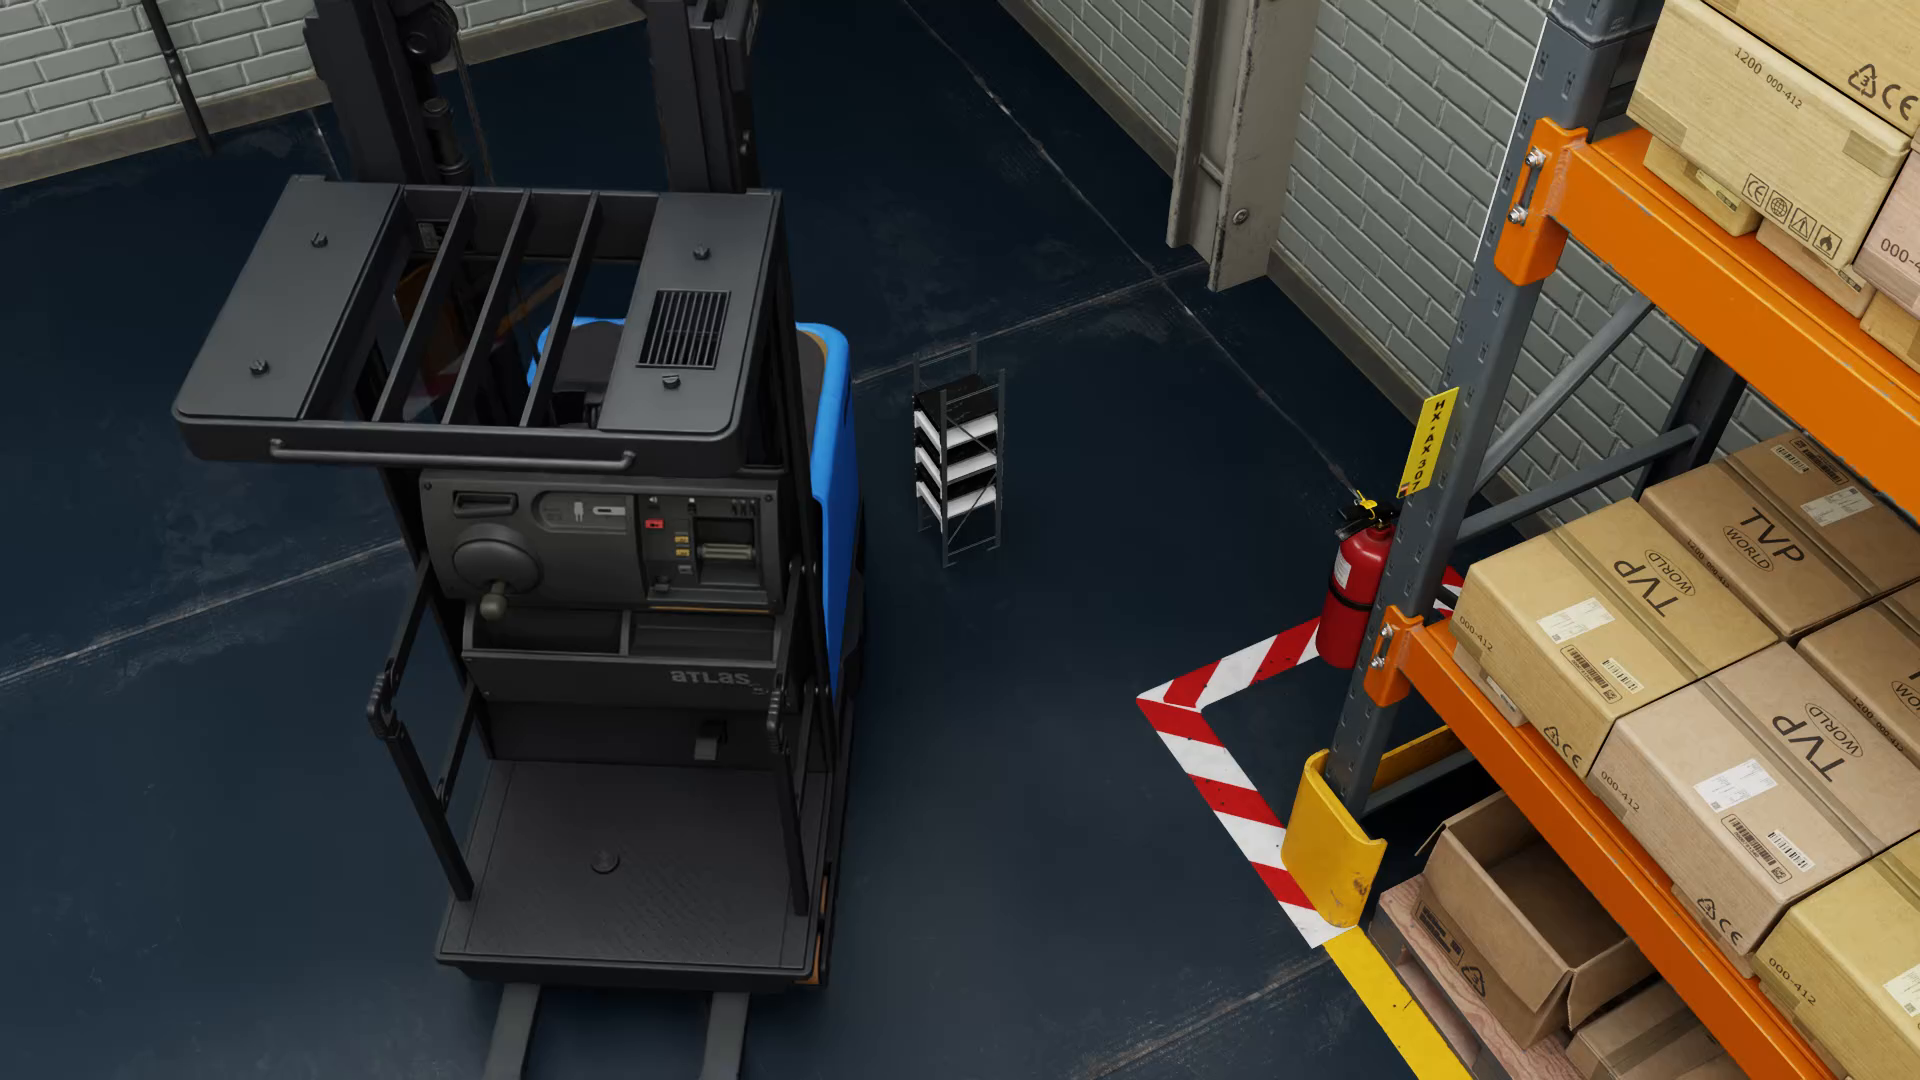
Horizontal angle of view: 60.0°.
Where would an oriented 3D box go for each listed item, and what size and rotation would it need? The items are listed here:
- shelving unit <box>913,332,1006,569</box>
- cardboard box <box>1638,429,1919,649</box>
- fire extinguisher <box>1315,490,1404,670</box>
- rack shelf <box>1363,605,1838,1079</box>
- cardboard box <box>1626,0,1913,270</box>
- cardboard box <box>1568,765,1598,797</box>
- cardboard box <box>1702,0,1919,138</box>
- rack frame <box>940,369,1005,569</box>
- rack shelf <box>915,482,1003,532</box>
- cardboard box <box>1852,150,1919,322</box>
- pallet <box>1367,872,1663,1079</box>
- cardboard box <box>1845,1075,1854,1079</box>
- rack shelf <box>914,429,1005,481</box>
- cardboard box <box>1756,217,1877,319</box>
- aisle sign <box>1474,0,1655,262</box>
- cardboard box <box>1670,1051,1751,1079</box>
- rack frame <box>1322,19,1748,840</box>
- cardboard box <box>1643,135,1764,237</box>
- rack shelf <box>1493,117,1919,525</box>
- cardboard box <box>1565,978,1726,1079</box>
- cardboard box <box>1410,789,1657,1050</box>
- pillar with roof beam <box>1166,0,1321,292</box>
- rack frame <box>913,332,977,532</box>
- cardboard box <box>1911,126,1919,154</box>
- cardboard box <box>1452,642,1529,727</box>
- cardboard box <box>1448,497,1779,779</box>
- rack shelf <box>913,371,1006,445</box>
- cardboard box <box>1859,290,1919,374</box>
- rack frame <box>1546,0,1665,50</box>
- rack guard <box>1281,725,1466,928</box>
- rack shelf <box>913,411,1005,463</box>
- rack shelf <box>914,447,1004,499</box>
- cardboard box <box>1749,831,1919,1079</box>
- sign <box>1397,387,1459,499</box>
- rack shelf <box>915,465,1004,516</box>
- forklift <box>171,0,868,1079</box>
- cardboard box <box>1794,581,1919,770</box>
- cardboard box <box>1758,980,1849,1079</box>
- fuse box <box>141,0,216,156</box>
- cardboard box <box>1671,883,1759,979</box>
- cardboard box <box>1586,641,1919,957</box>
[{"bbox_3d":[-0.004,-0.302,5.916,0.258,0.900,0.210,-21,52,-18],"label":"shelving unit"},{"bbox_3d":[2.020,0.042,4.123,0.500,0.250,0.500,-20,52,-16],"label":"cardboard box"},{"bbox_3d":[1.096,0.083,4.484,0.296,0.674,0.183,-21,52,-18],"label":"fire extinguisher"},{"bbox_3d":[2.489,1.450,3.467,1.077,0.370,4.000,-21,52,-18],"label":"rack shelf"},{"bbox_3d":[1.534,-0.771,2.841,0.500,0.250,0.500,-22,52,-18],"label":"cardboard box"},{"bbox_3d":[1.638,0.426,4.052,0.380,0.149,0.250,-20,52,-17],"label":"cardboard box"},{"bbox_3d":[1.554,-0.943,2.659,0.500,0.250,0.500,-22,52,-18],"label":"cardboard box"},{"bbox_3d":[0.043,-0.234,5.857,0.240,0.900,0.006,-21,52,-18],"label":"rack frame"},{"bbox_3d":[-0.004,-0.161,6.077,0.258,0.077,0.200,-21,52,-18],"label":"rack shelf"},{"bbox_3d":[1.785,-0.438,2.549,0.500,0.250,0.500,-20,52,-17],"label":"cardboard box"},{"bbox_3d":[1.974,1.376,4.906,1.003,0.211,1.213,-21,52,-18],"label":"pallet"},{"bbox_3d":[2.026,1.151,3.418,0.380,0.149,0.250,-23,53,-19],"label":"cardboard box"},{"bbox_3d":[-0.004,-0.339,5.873,0.258,0.077,0.200,-21,52,-18],"label":"rack shelf"},{"bbox_3d":[1.656,-0.571,2.931,0.380,0.149,0.250,-20,52,-17],"label":"cardboard box"},{"bbox_3d":[1.282,-0.926,3.340,0.394,0.787,0.004,-21,52,-18],"label":"aisle sign"},{"bbox_3d":[2.126,1.586,4.251,0.700,0.500,0.500,-19,52,-16],"label":"cardboard box"},{"bbox_3d":[1.574,-0.126,4.367,1.000,3.000,0.127,-21,52,-18],"label":"rack frame"},{"bbox_3d":[1.513,-0.737,3.076,0.380,0.149,0.250,-20,52,-17],"label":"cardboard box"},{"bbox_3d":[2.489,0.462,2.338,1.077,0.370,4.000,-21,52,-18],"label":"rack shelf"},{"bbox_3d":[1.929,1.414,4.635,0.380,0.149,0.250,-23,53,-19],"label":"cardboard box"},{"bbox_3d":[1.770,1.000,4.762,0.797,0.503,0.637,-23,53,-19],"label":"cardboard box"},{"bbox_3d":[-2.686,-2.733,2.662,9.100,9.000,0.400,-21,52,-18],"label":"pillar with roof beam"},{"bbox_3d":[-0.050,-0.370,5.976,0.240,0.900,0.006,-21,52,-18],"label":"rack frame"},{"bbox_3d":[1.770,-0.596,2.356,0.500,0.250,0.500,-22,52,-18],"label":"cardboard box"},{"bbox_3d":[1.480,0.271,4.187,0.380,0.149,0.250,-22,52,-18],"label":"cardboard box"},{"bbox_3d":[1.542,0.222,3.965,0.500,0.250,0.500,-21,52,-17],"label":"cardboard box"},{"bbox_3d":[-0.004,-0.458,5.738,0.258,0.077,0.200,-21,52,-18],"label":"rack shelf"},{"bbox_3d":[1.759,-0.393,2.775,0.380,0.149,0.250,-21,52,-17],"label":"cardboard box"},{"bbox_3d":[1.574,-2.101,2.109,1.000,3.000,0.127,-21,52,-18],"label":"rack frame"},{"bbox_3d":[1.609,0.748,5.264,1.175,0.500,0.348,-21,52,-18],"label":"rack guard"},{"bbox_3d":[-0.004,-0.398,5.806,0.258,0.077,0.200,-21,52,-18],"label":"rack shelf"},{"bbox_3d":[-0.004,-0.280,5.941,0.258,0.077,0.200,-21,52,-18],"label":"rack shelf"},{"bbox_3d":[2.008,0.897,3.374,0.500,0.250,0.500,-22,52,-18],"label":"cardboard box"},{"bbox_3d":[1.092,-0.224,3.878,0.100,0.325,0.005,-21,52,-18],"label":"sign"},{"bbox_3d":[-0.004,-0.220,6.009,0.258,0.077,0.200,-21,52,-18],"label":"rack shelf"},{"bbox_3d":[-0.940,0.124,4.194,1.130,2.935,3.031,2,49,2],"label":"forklift"},{"bbox_3d":[2.255,0.388,3.820,0.500,0.250,0.500,-21,52,-17],"label":"cardboard box"},{"bbox_3d":[1.977,0.956,3.588,0.380,0.149,0.250,-20,52,-17],"label":"cardboard box"},{"bbox_3d":[-3.504,-2.381,7.196,0.539,1.711,0.414,-21,52,-18],"label":"fuse box"},{"bbox_3d":[1.850,0.780,3.742,0.380,0.149,0.250,-20,52,-16],"label":"cardboard box"},{"bbox_3d":[1.773,0.559,3.670,0.500,0.250,0.500,-21,52,-17],"label":"cardboard box"}]
